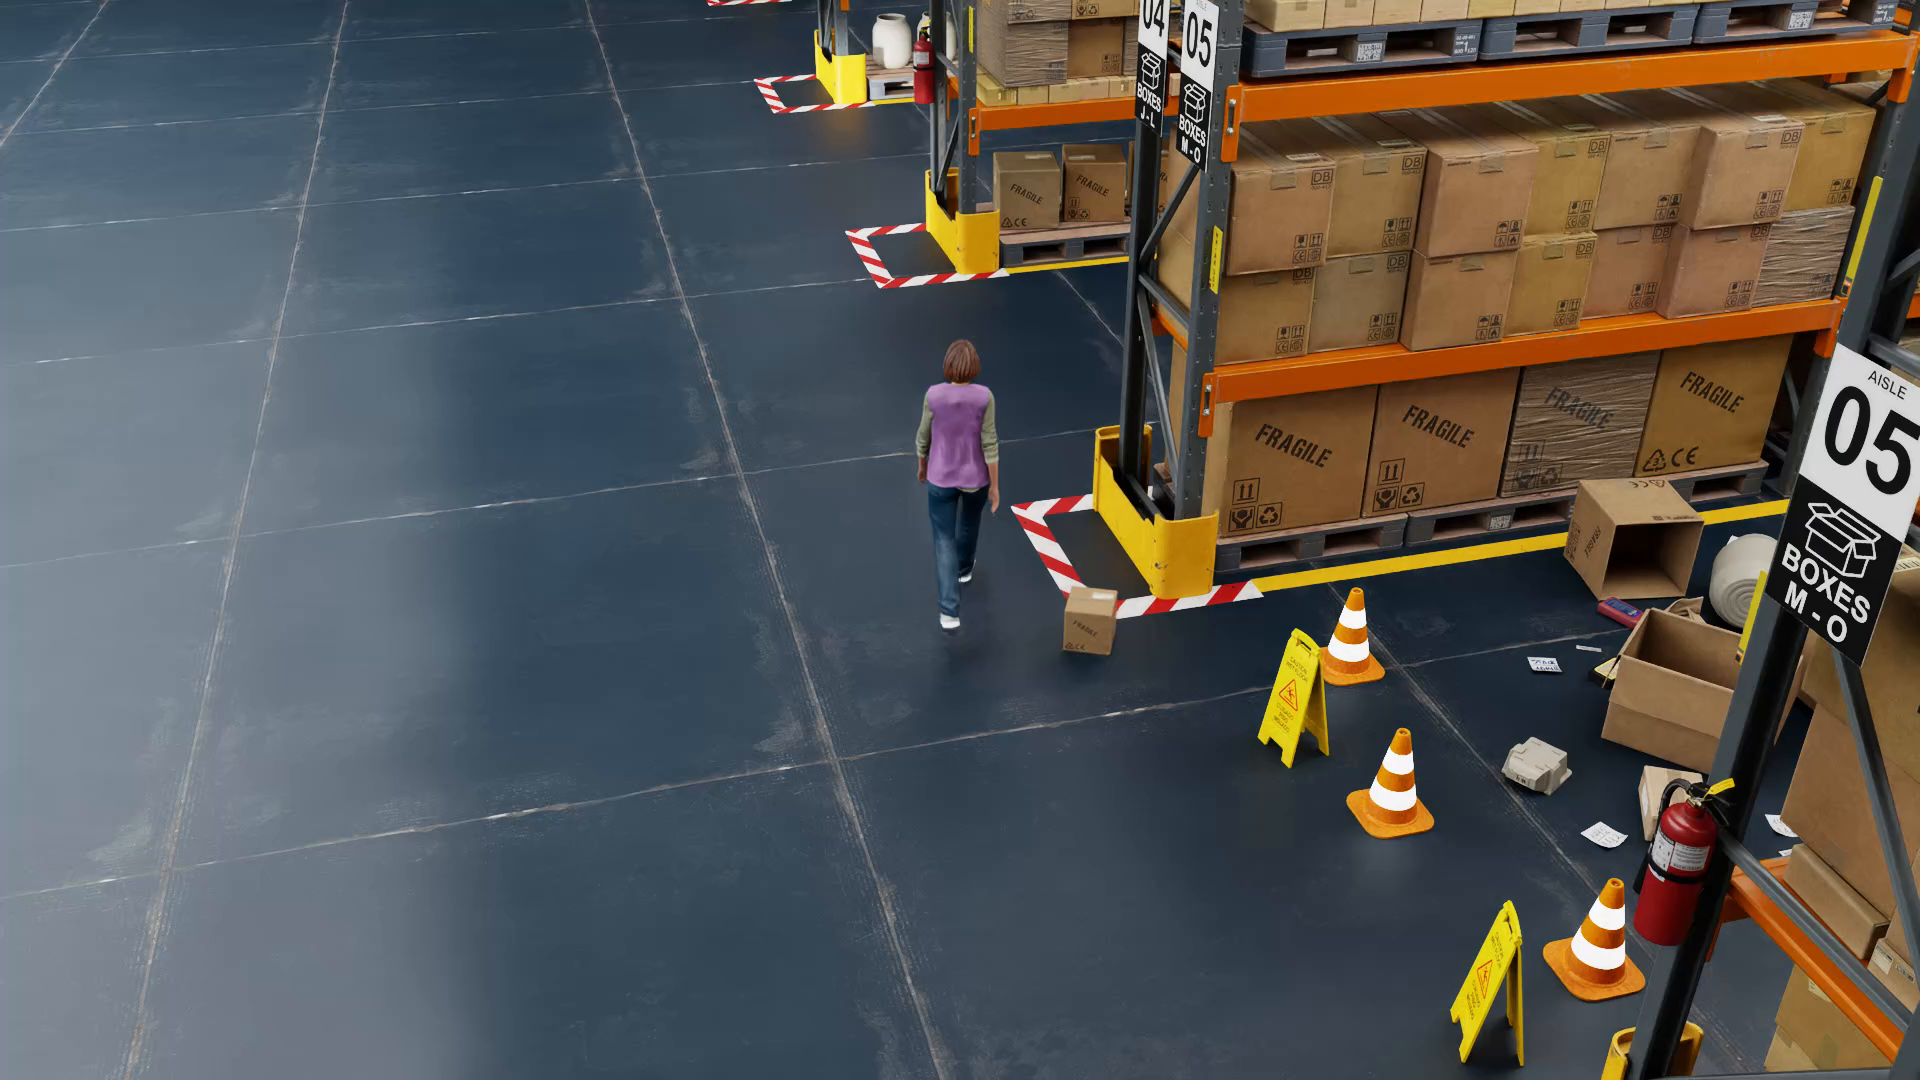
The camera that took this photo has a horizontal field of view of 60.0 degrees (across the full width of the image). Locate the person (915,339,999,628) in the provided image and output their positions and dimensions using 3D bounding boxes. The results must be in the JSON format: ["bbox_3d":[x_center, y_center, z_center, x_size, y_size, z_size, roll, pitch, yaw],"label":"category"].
[{"bbox_3d":[-0.014,-0.323,8.783,0.435,1.552,0.942,-1,31,-2],"label":"person"}]
